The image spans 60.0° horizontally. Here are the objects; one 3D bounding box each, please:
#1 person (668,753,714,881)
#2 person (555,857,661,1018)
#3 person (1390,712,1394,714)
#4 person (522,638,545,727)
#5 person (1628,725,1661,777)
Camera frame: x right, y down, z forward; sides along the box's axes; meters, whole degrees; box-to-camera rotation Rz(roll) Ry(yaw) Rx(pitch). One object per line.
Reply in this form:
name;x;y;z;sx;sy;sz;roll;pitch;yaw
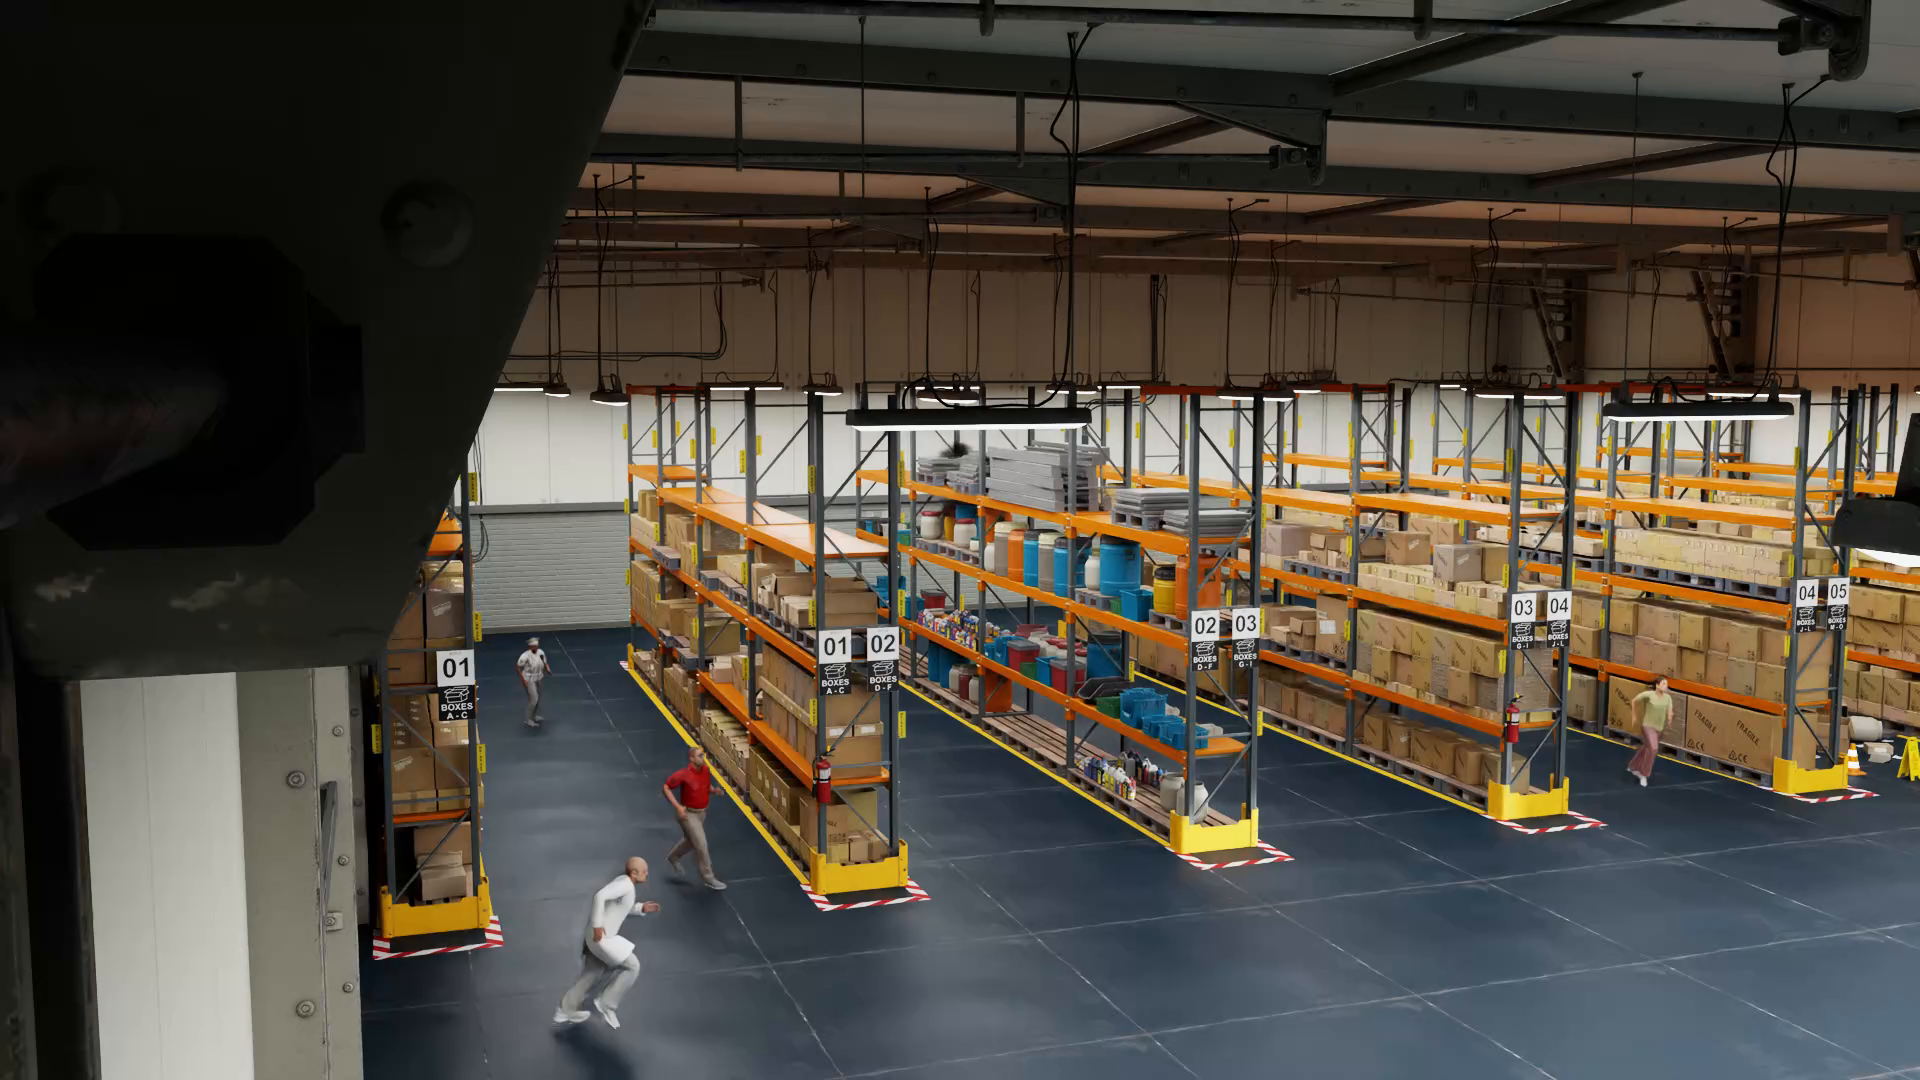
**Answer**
person;-3.322;3.352;20.330;0.798;1.557;0.432;3;7;25
person;-3.383;3.824;15.928;1.022;1.554;0.753;-1;6;-9
person;7.755;2.451;30.266;0.657;1.595;0.829;-1;6;-10
person;-7.610;2.497;29.652;0.600;1.621;0.576;3;7;29
person;10.497;3.144;25.444;0.444;0.891;0.729;-1;6;-12
